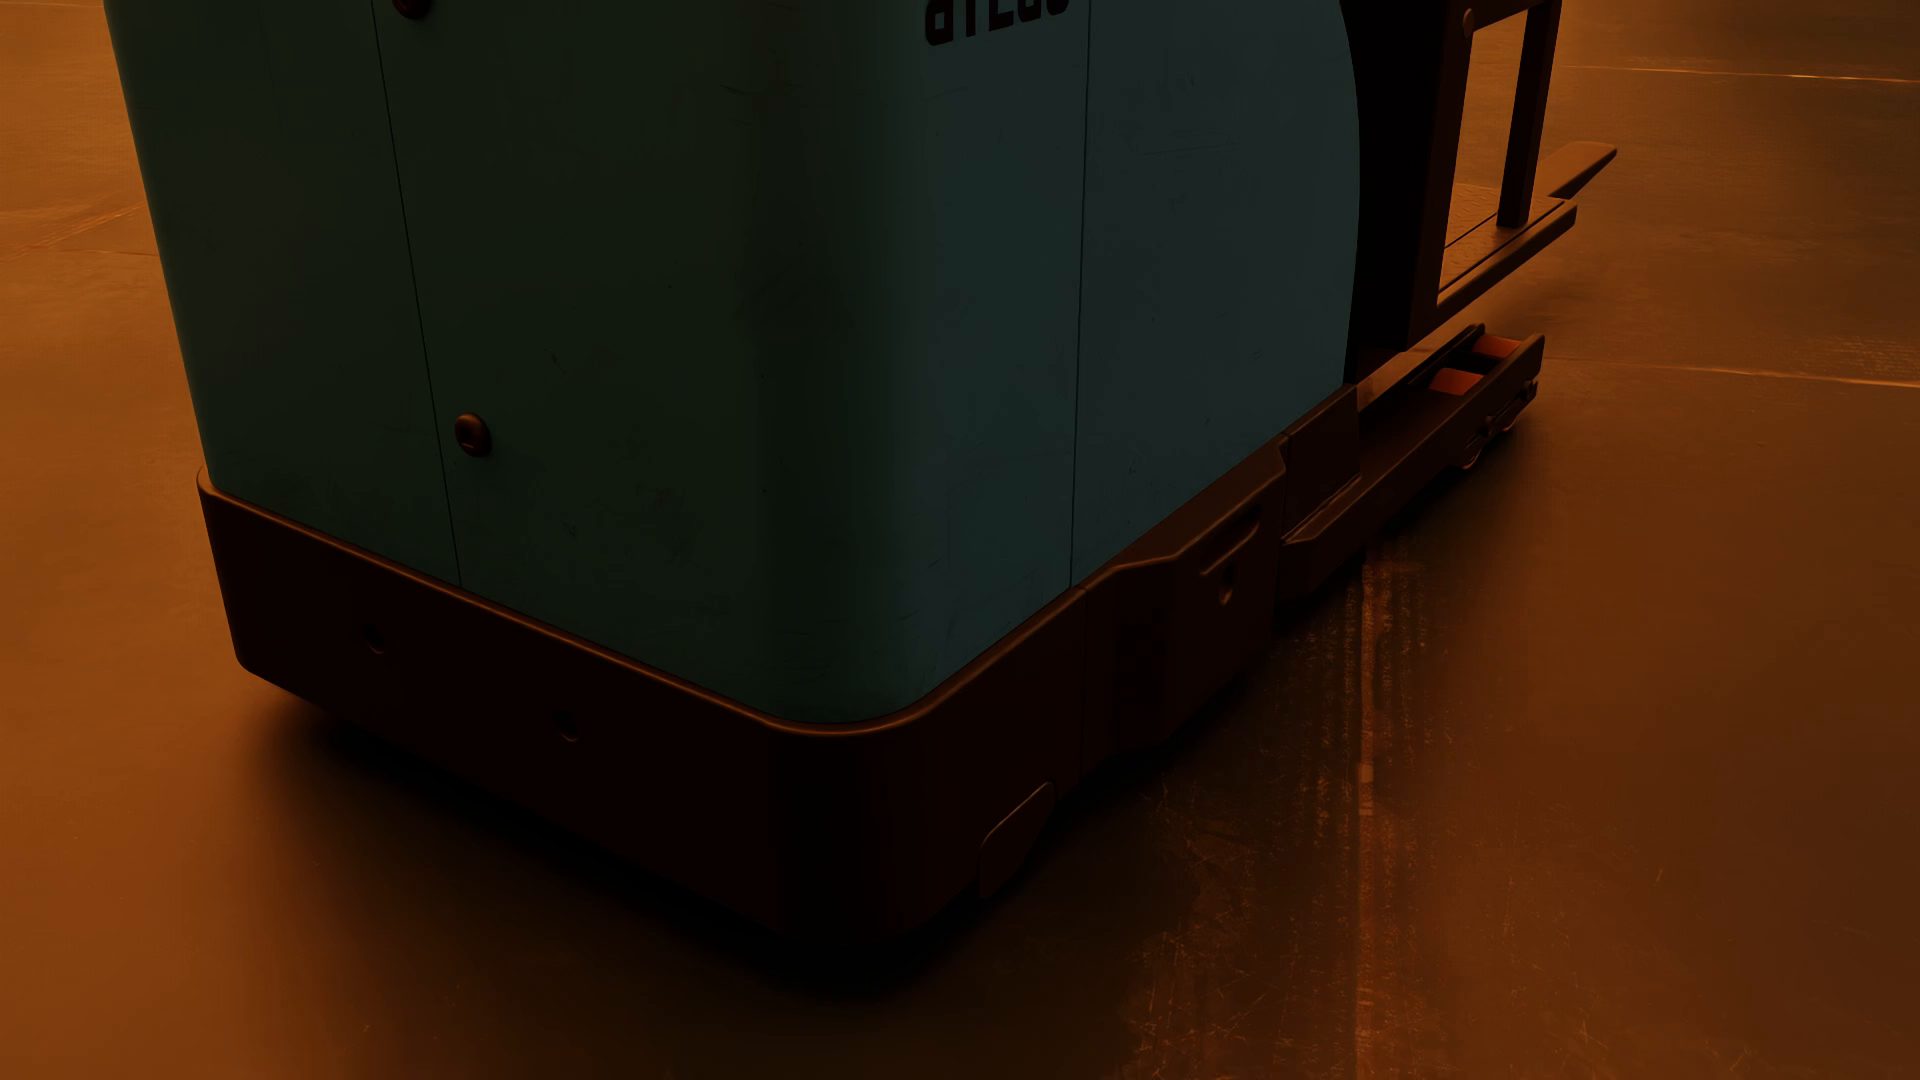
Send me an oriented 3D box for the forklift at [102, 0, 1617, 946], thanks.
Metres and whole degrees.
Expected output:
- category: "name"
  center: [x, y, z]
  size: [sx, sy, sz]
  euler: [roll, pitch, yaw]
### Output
- category: "forklift"
  center: [0.349, -1.534, 2.287]
  size: [1.130, 2.935, 3.031]
  euler: [17, 32, 31]
